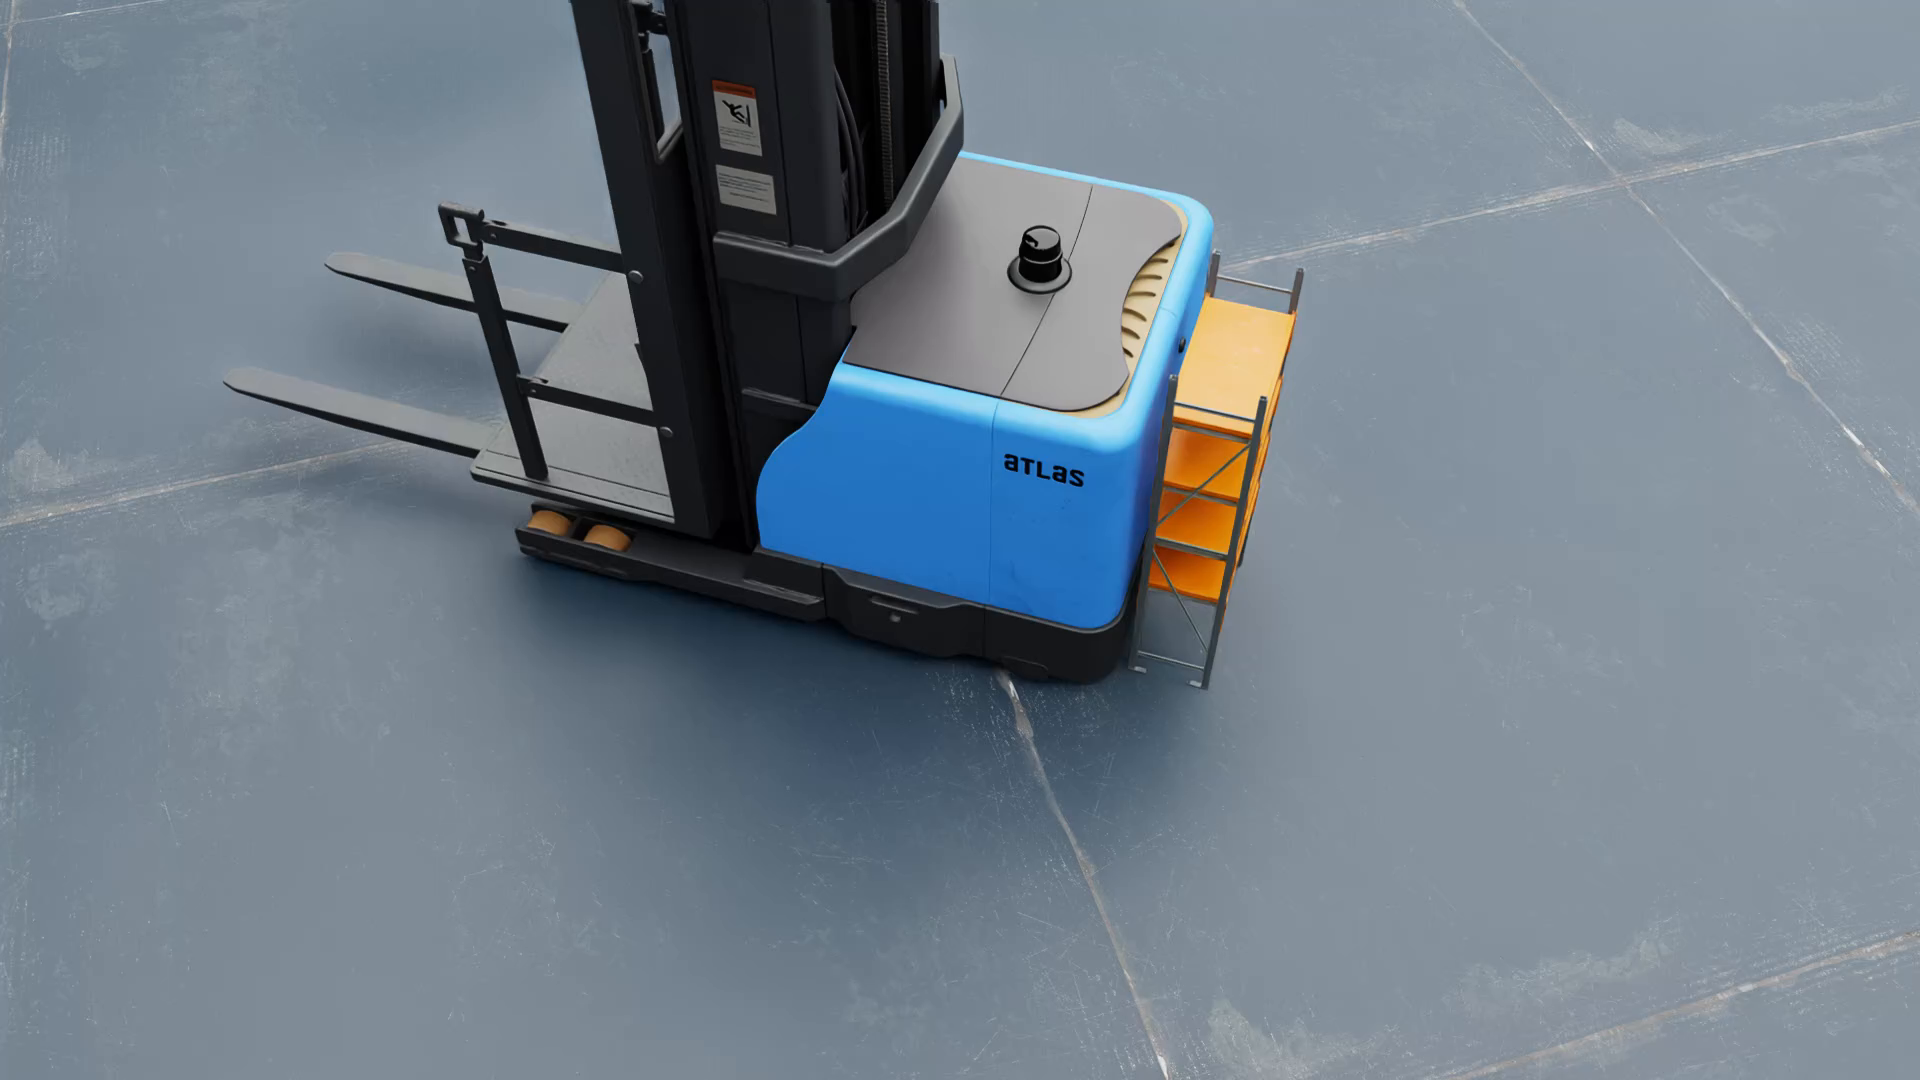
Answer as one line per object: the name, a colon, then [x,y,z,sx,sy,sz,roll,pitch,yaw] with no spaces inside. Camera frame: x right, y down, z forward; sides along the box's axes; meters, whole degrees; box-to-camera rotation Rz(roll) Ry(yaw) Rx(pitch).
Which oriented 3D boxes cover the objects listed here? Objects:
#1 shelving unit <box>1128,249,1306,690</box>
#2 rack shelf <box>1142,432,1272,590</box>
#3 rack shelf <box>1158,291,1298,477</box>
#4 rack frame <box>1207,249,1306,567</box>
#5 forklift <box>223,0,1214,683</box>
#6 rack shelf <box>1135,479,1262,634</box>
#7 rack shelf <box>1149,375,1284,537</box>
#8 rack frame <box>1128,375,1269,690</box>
shelving unit: [0.692,-0.157,4.597,0.258,1.200,0.503,14,51,11]
rack shelf: [0.692,-0.114,4.648,0.258,0.148,0.480,14,51,11]
rack shelf: [0.695,-0.410,4.296,0.258,0.148,0.480,14,51,11]
rack frame: [0.767,-0.335,4.746,0.240,1.200,0.015,14,51,11]
forklift: [-0.851,-1.202,4.346,3.031,2.935,1.130,14,51,11]
rack shelf: [0.691,0.014,4.800,0.258,0.148,0.480,14,51,11]
rack shelf: [0.693,-0.258,4.477,0.258,0.148,0.480,14,51,11]
rack frame: [0.617,0.020,4.447,0.240,1.200,0.015,14,51,11]
